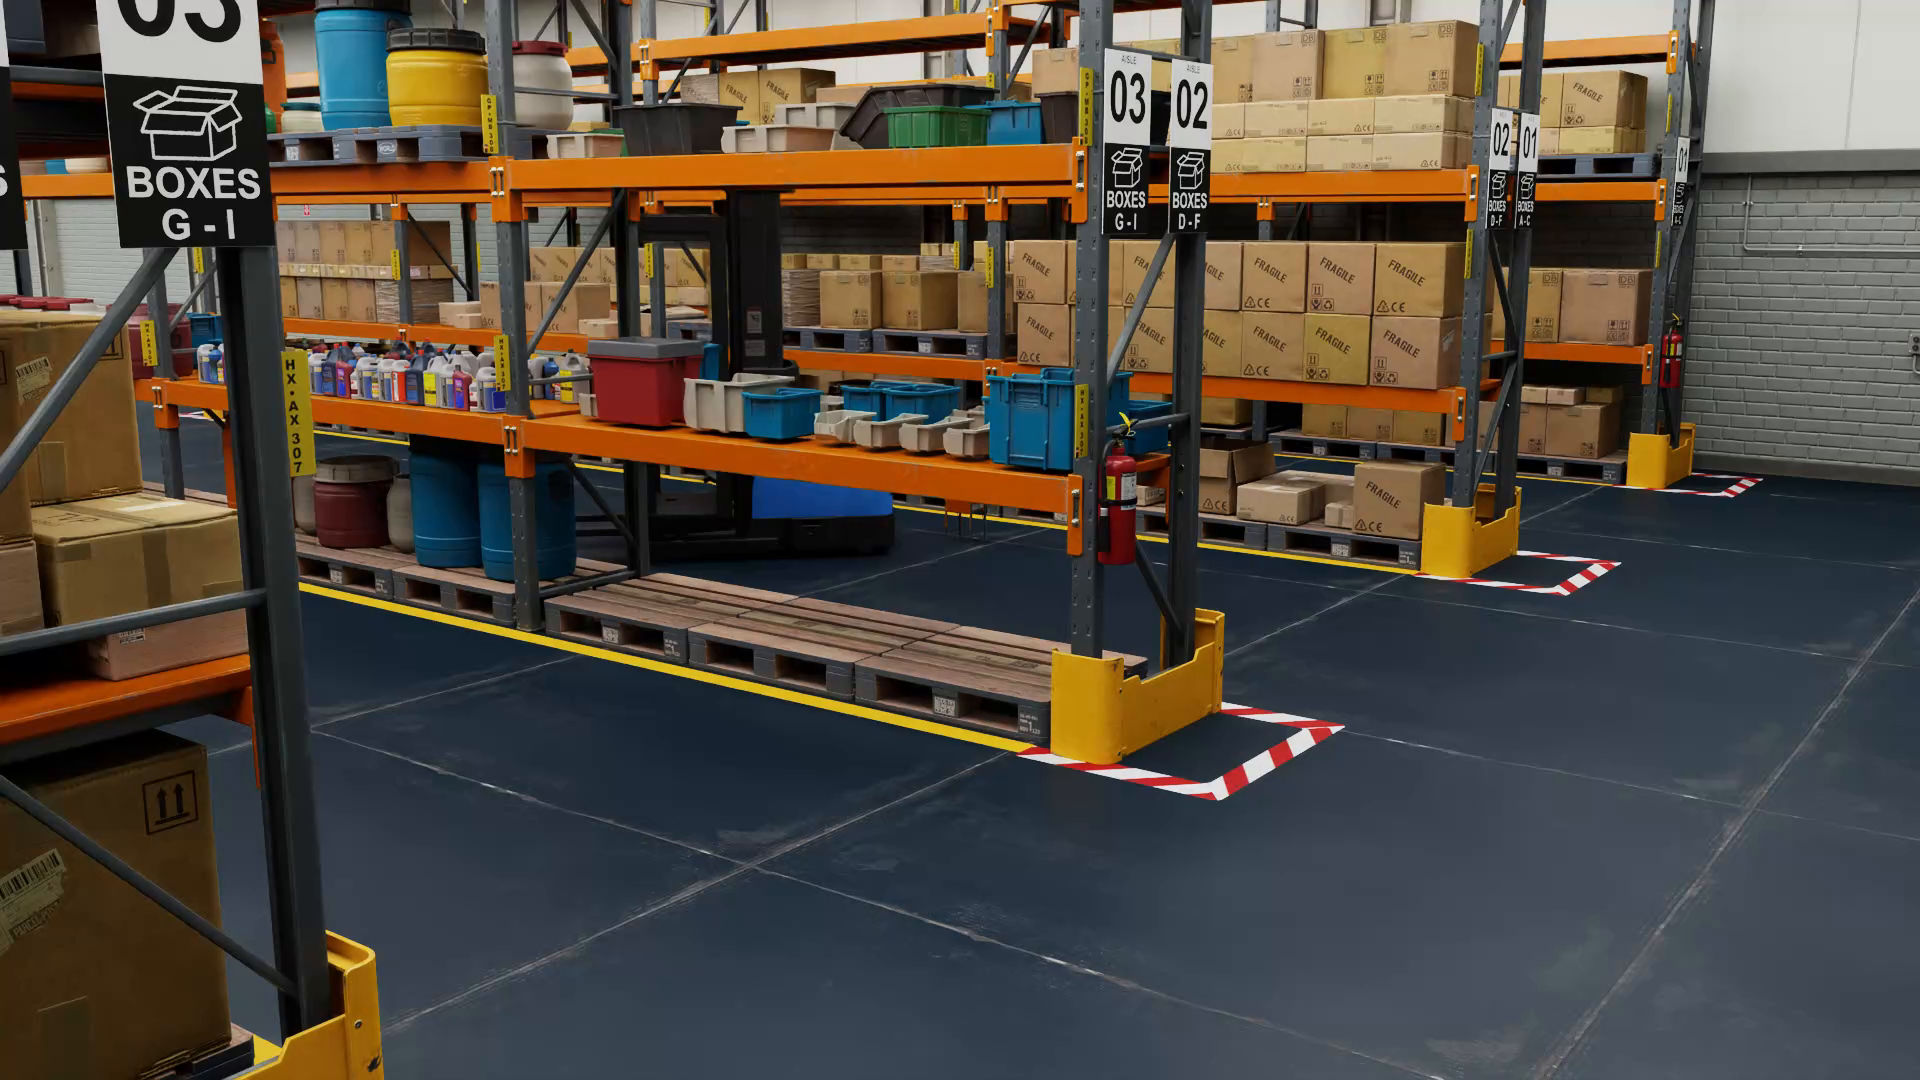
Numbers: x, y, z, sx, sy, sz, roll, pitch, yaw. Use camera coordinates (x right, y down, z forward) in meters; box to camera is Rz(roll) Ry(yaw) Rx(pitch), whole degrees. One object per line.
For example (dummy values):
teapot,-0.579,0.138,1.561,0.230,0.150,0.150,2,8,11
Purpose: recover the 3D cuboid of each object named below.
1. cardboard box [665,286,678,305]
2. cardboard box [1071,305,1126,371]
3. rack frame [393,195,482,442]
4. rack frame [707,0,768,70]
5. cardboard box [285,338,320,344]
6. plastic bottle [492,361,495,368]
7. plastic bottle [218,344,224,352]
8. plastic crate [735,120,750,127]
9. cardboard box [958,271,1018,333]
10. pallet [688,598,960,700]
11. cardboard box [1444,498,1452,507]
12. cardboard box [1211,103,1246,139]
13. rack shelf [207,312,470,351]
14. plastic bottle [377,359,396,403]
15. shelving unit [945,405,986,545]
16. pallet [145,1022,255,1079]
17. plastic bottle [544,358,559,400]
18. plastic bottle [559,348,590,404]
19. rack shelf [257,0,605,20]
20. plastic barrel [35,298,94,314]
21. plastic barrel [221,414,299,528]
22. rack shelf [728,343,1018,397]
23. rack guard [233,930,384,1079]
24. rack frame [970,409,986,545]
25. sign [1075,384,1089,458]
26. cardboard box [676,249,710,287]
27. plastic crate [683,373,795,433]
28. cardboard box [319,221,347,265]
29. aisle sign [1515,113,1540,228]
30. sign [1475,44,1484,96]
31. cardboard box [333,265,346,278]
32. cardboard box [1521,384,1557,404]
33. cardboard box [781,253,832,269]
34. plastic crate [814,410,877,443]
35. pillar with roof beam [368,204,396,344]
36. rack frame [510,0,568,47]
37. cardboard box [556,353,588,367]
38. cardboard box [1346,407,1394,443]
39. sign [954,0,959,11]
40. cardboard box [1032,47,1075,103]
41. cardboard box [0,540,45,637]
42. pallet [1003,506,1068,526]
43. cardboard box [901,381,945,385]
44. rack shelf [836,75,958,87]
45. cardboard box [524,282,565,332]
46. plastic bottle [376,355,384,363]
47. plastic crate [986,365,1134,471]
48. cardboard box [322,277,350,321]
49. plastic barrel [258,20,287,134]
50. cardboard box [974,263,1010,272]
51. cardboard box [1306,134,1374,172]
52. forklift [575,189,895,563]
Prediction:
cardboard box,-3.907,-3.405,23.076,0.500,0.250,0.500,8,14,36
cardboard box,1.234,-1.640,13.344,0.500,0.500,0.500,8,14,37
rack frame,-5.878,-2.646,18.810,0.127,3.000,1.000,8,13,36
rack frame,-2.949,-6.350,22.162,0.127,3.000,1.000,8,13,36
cardboard box,-8.494,-2.305,21.208,0.500,0.500,0.500,8,13,36
plastic bottle,-3.124,-1.138,11.321,0.133,0.283,0.061,8,13,36
plastic bottle,-5.342,-1.303,12.193,0.135,0.276,0.152,8,13,36
plastic crate,-1.443,-2.326,9.698,0.300,0.233,0.416,8,13,36
cardboard box,0.320,-2.089,14.564,0.500,0.500,0.700,3,11,16
pallet,-0.762,0.594,9.403,1.213,0.211,1.003,8,13,36
cardboard box,3.660,-0.213,12.580,0.250,0.149,0.380,8,13,36
cardboard box,2.018,-3.128,12.484,0.500,0.250,0.500,8,13,36
rack shelf,-7.490,-2.518,20.040,4.000,0.370,1.077,8,13,36
plastic bottle,-3.684,-1.036,10.812,0.135,0.276,0.152,8,13,36
shelving unit,0.043,-0.509,12.899,0.252,1.050,0.215,8,13,36
pallet,-2.764,1.510,4.667,1.213,0.211,1.003,8,13,36
plastic bottle,-2.698,-1.068,10.993,0.097,0.271,0.097,0,11,0
plastic bottle,-2.490,-1.058,10.732,0.185,0.351,0.144,8,13,36
rack shelf,-3.977,-3.609,10.942,4.000,0.370,1.077,8,13,36
plastic barrel,-7.232,-1.683,13.472,0.433,0.535,0.433,0,11,0
plastic barrel,-5.185,-0.527,12.463,0.708,0.830,0.600,8,13,36
rack shelf,-1.042,-1.618,15.391,4.000,0.370,1.077,8,13,36
rack guard,-2.054,1.449,4.223,0.348,0.500,1.175,8,13,36
rack frame,0.141,-0.496,12.828,0.008,1.050,0.200,8,13,36
sign,0.546,-0.533,7.458,0.005,0.325,0.100,8,13,36
cardboard box,-3.513,-3.715,22.703,0.500,0.500,0.500,8,13,35
plastic crate,-1.244,-0.760,9.215,0.530,0.282,0.437,8,13,36
cardboard box,-7.051,-3.494,19.514,0.500,0.500,0.700,8,13,36
aisle sign,4.022,-2.611,11.782,0.004,0.787,0.394,8,13,36
sign,3.449,-3.122,11.040,0.005,0.325,0.100,8,13,36
cardboard box,-7.043,-3.126,19.320,0.250,0.149,0.380,8,13,35
cardboard box,5.682,-1.432,16.300,0.250,0.149,0.380,8,14,37
cardboard box,-2.113,-3.544,22.027,0.500,0.500,0.700,10,15,41
plastic crate,-0.619,-0.596,8.748,0.250,0.136,0.298,8,13,36
pillar with roof beam,-12.481,-6.869,24.844,0.548,9.000,9.100,8,13,36
rack frame,-6.173,-6.800,24.487,0.127,3.000,1.000,8,13,36
cardboard box,-5.669,-2.659,24.797,0.500,0.311,0.500,6,13,29
cardboard box,4.444,-1.328,17.470,0.500,0.500,0.700,8,13,35
sign,-0.039,-6.314,19.306,0.005,0.325,0.100,8,13,36
cardboard box,0.984,-3.710,13.519,0.500,0.500,0.700,8,13,36
cardboard box,-2.621,0.133,4.057,0.500,0.250,0.500,8,13,35
pallet,1.123,-0.300,14.026,1.213,0.211,1.003,8,13,36
cardboard box,-0.482,-1.308,15.340,0.500,0.250,0.500,8,14,36
rack shelf,-1.337,-5.576,21.106,4.000,0.370,1.077,8,13,36
cardboard box,-4.441,-2.491,17.744,0.500,0.500,0.500,8,14,36
plastic bottle,-4.193,-1.242,12.077,0.097,0.201,0.097,0,11,0
plastic crate,0.478,-0.595,7.956,0.499,0.435,0.616,8,13,36
cardboard box,-7.071,-2.859,19.649,0.500,0.500,0.700,8,14,36
plastic barrel,-5.134,-3.264,11.870,0.708,0.830,0.600,8,13,36
cardboard box,0.515,-3.066,19.883,0.500,0.500,0.500,8,14,37
cardboard box,2.827,-2.771,11.955,0.500,0.250,0.500,8,13,36
forklift,-2.048,-1.376,12.427,3.031,2.935,1.130,-2,11,-8
